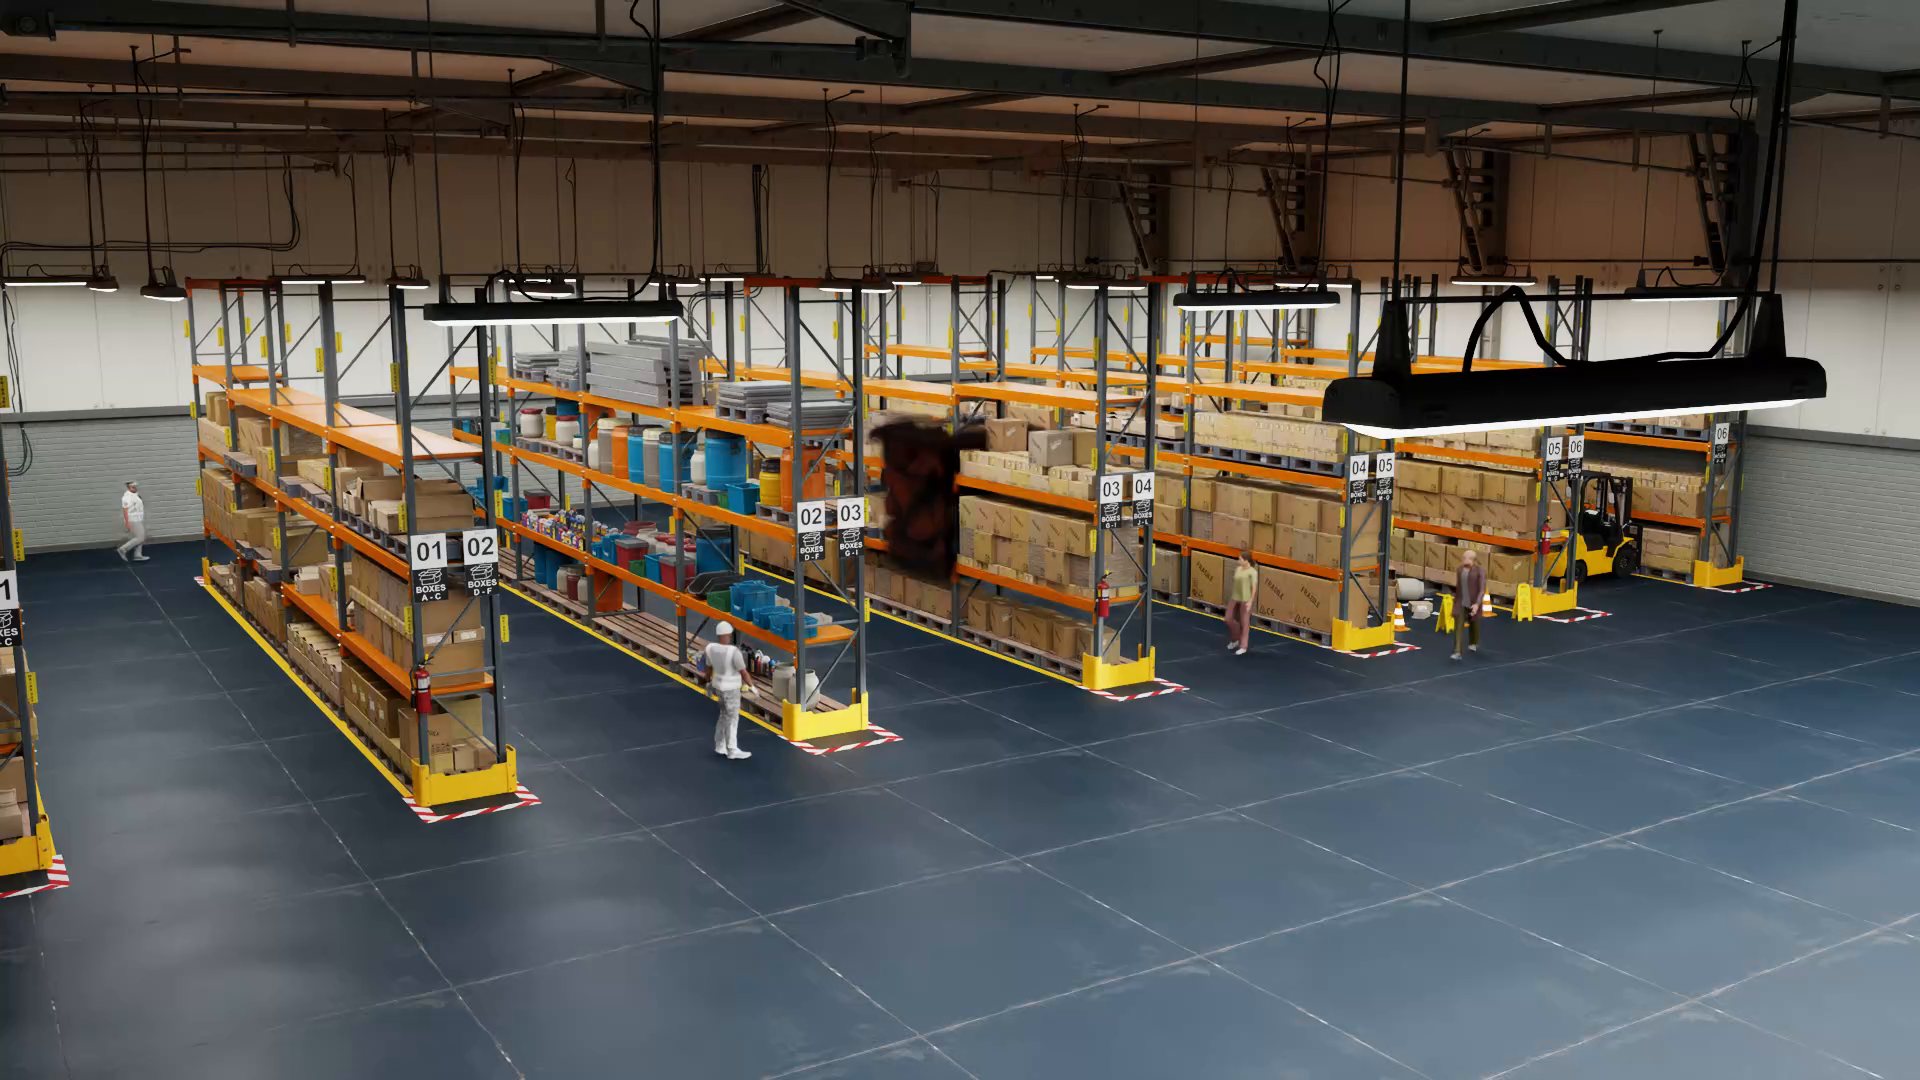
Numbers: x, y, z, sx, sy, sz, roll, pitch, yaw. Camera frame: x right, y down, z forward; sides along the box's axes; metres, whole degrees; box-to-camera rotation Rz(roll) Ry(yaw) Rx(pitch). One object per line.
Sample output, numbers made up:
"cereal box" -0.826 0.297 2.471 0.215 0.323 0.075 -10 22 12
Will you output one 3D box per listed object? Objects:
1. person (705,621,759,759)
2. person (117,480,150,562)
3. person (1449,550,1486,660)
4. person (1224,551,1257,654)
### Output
"person" -2.943 1.928 21.304 0.579 1.837 0.642 -6 11 -34
"person" -17.493 -0.413 35.078 0.609 1.745 0.549 -5 11 -25
"person" 8.142 1.031 26.650 0.524 1.725 1.119 4 10 21
"person" 4.556 1.006 27.038 0.535 1.682 0.498 8 13 41
